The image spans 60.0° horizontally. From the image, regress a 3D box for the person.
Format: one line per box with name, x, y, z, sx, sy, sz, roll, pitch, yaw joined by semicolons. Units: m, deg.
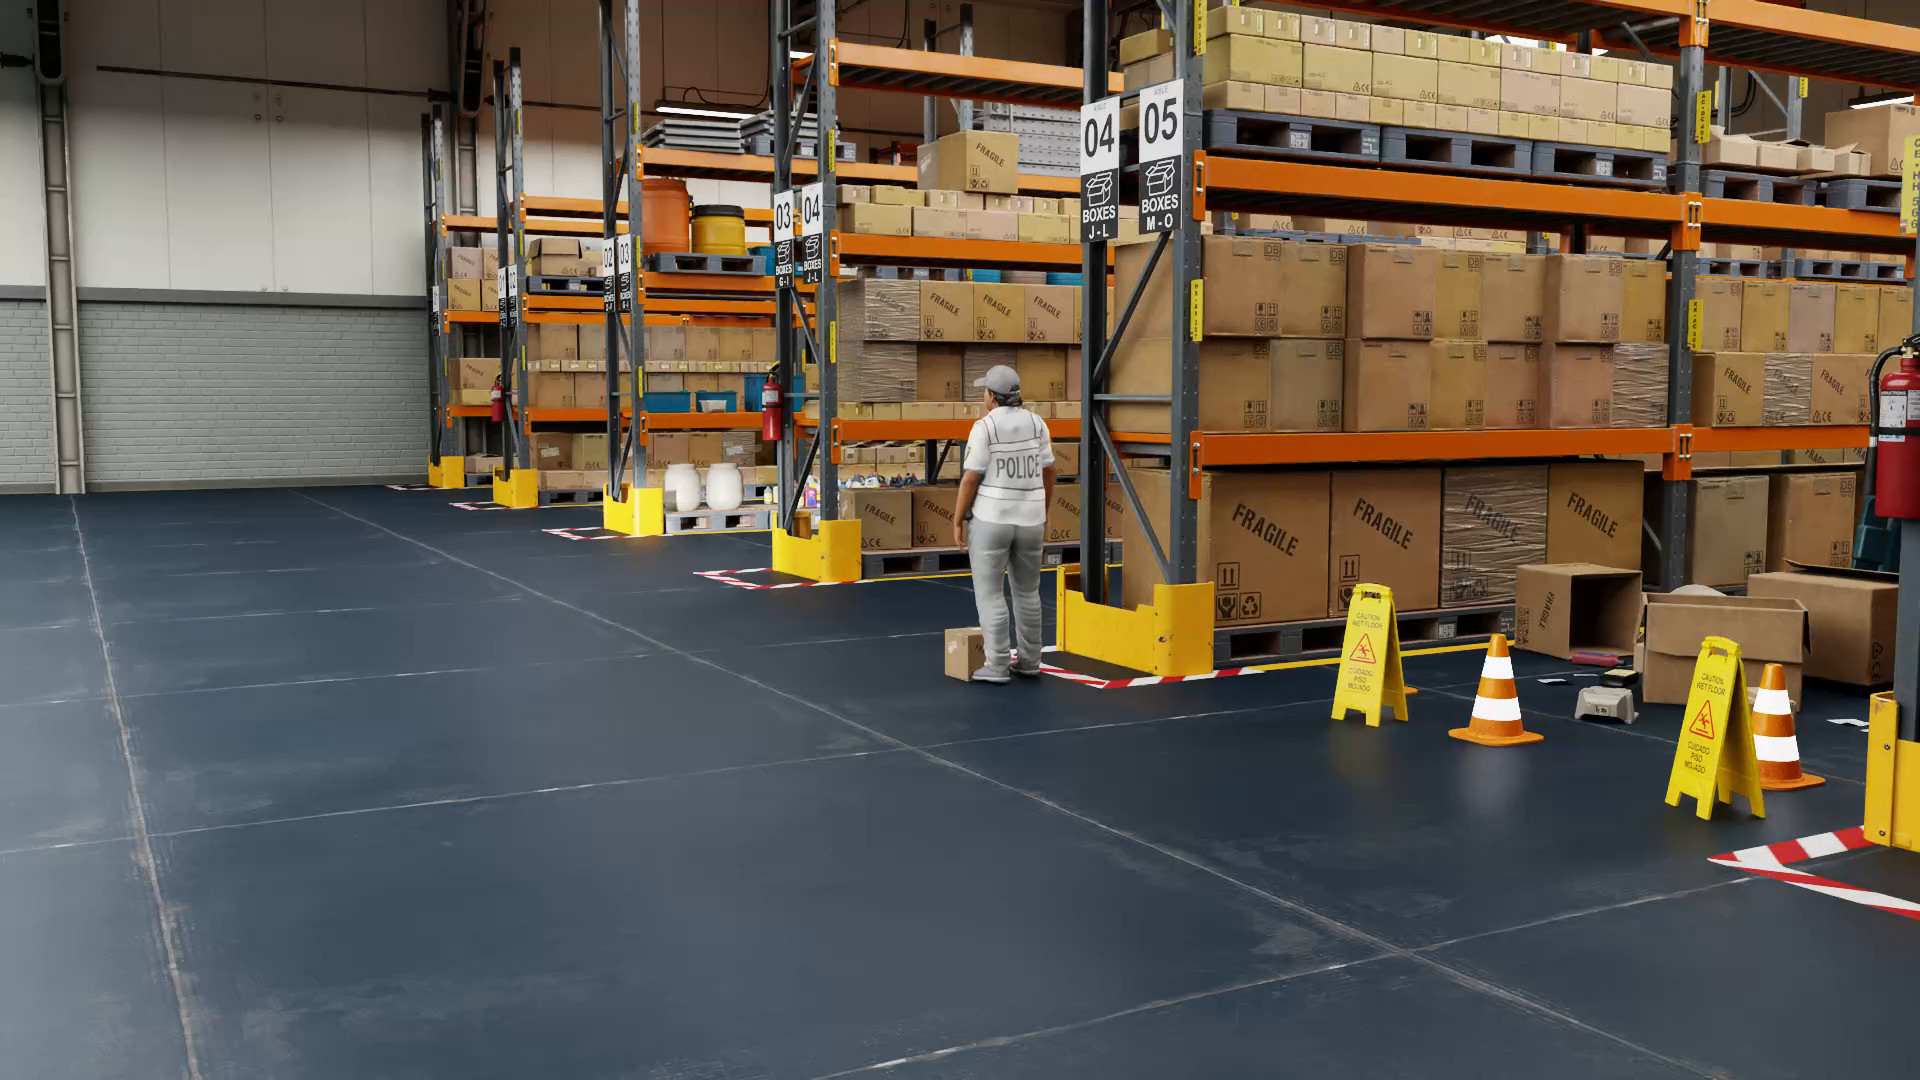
person;0.213;-0.084;8.809;0.599;1.670;0.529;-3;6;-27
